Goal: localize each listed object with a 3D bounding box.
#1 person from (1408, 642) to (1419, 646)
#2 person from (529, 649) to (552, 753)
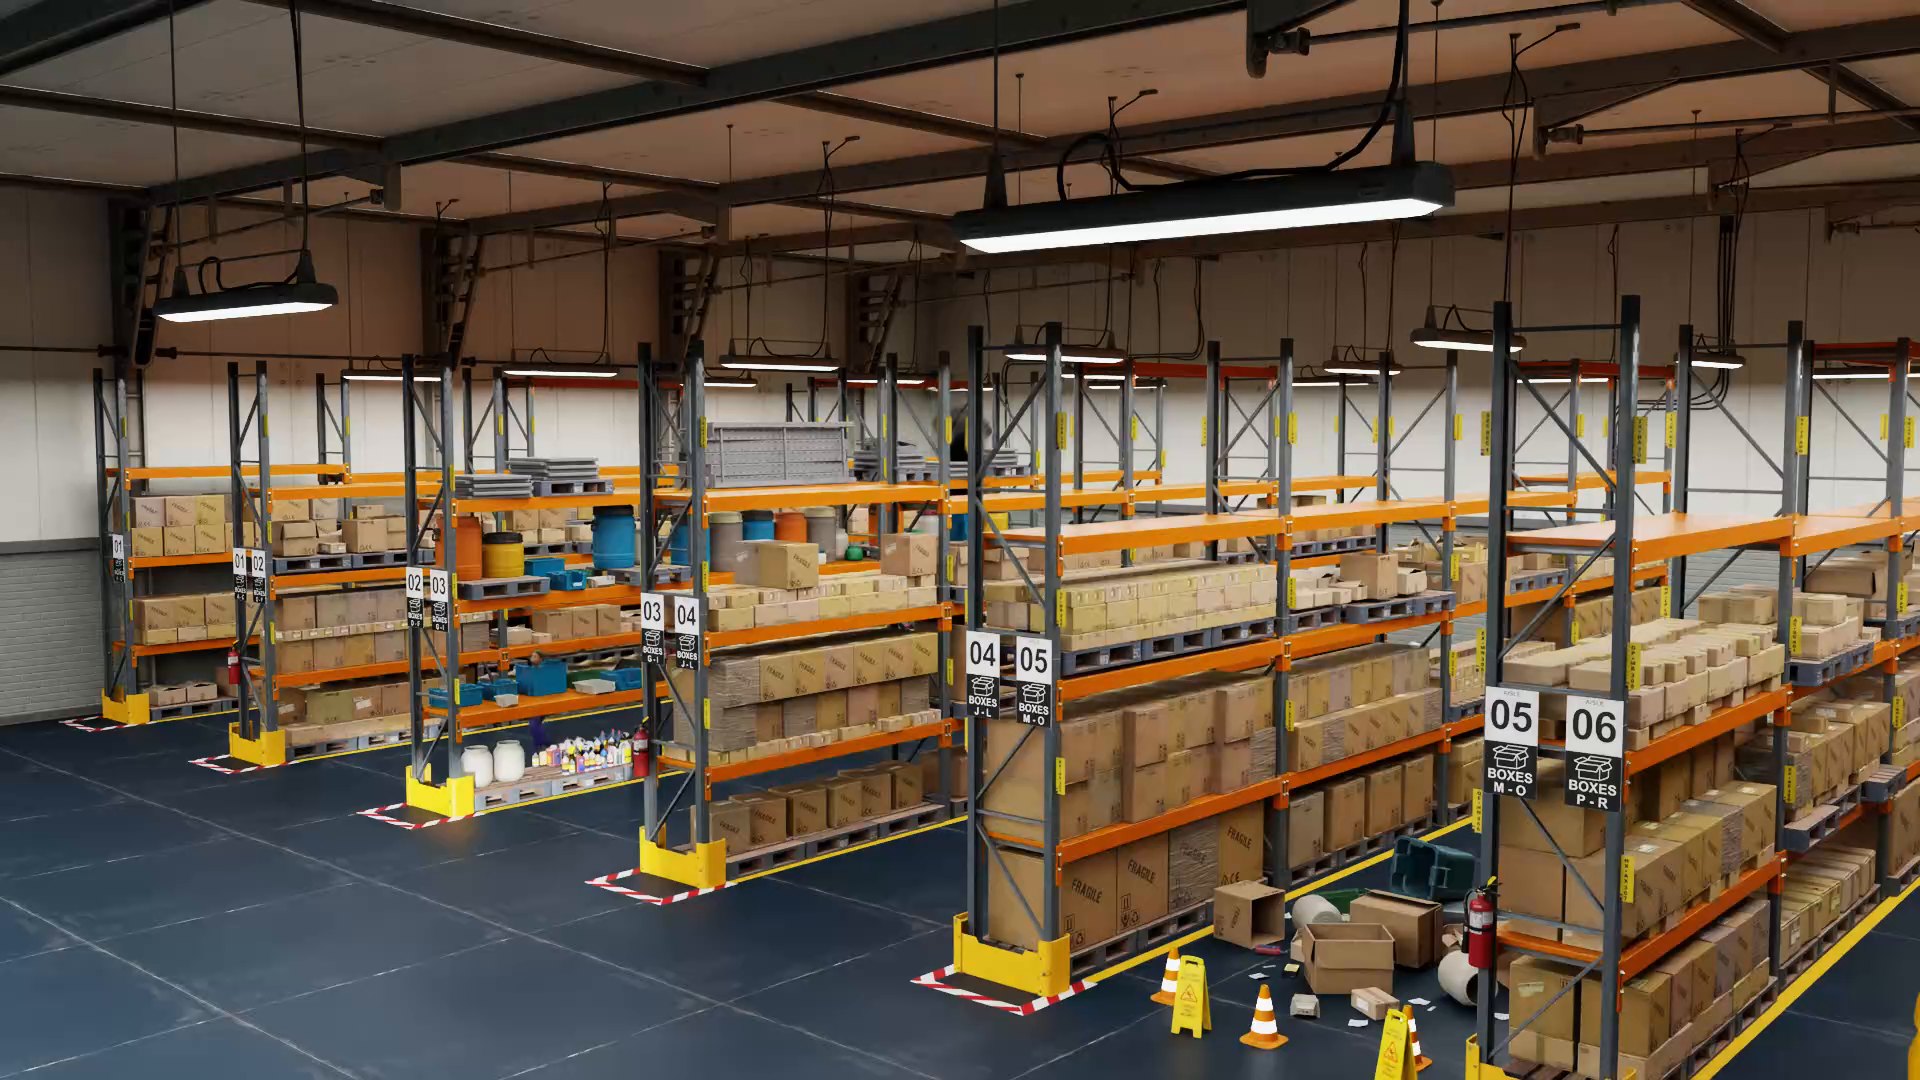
[{"bbox_3d":[6.934,2.420,25.503,0.657,1.739,0.651,4,6,41],"label":"person"},{"bbox_3d":[-6.395,2.504,25.170,0.587,1.696,0.691,2,5,29],"label":"person"}]
